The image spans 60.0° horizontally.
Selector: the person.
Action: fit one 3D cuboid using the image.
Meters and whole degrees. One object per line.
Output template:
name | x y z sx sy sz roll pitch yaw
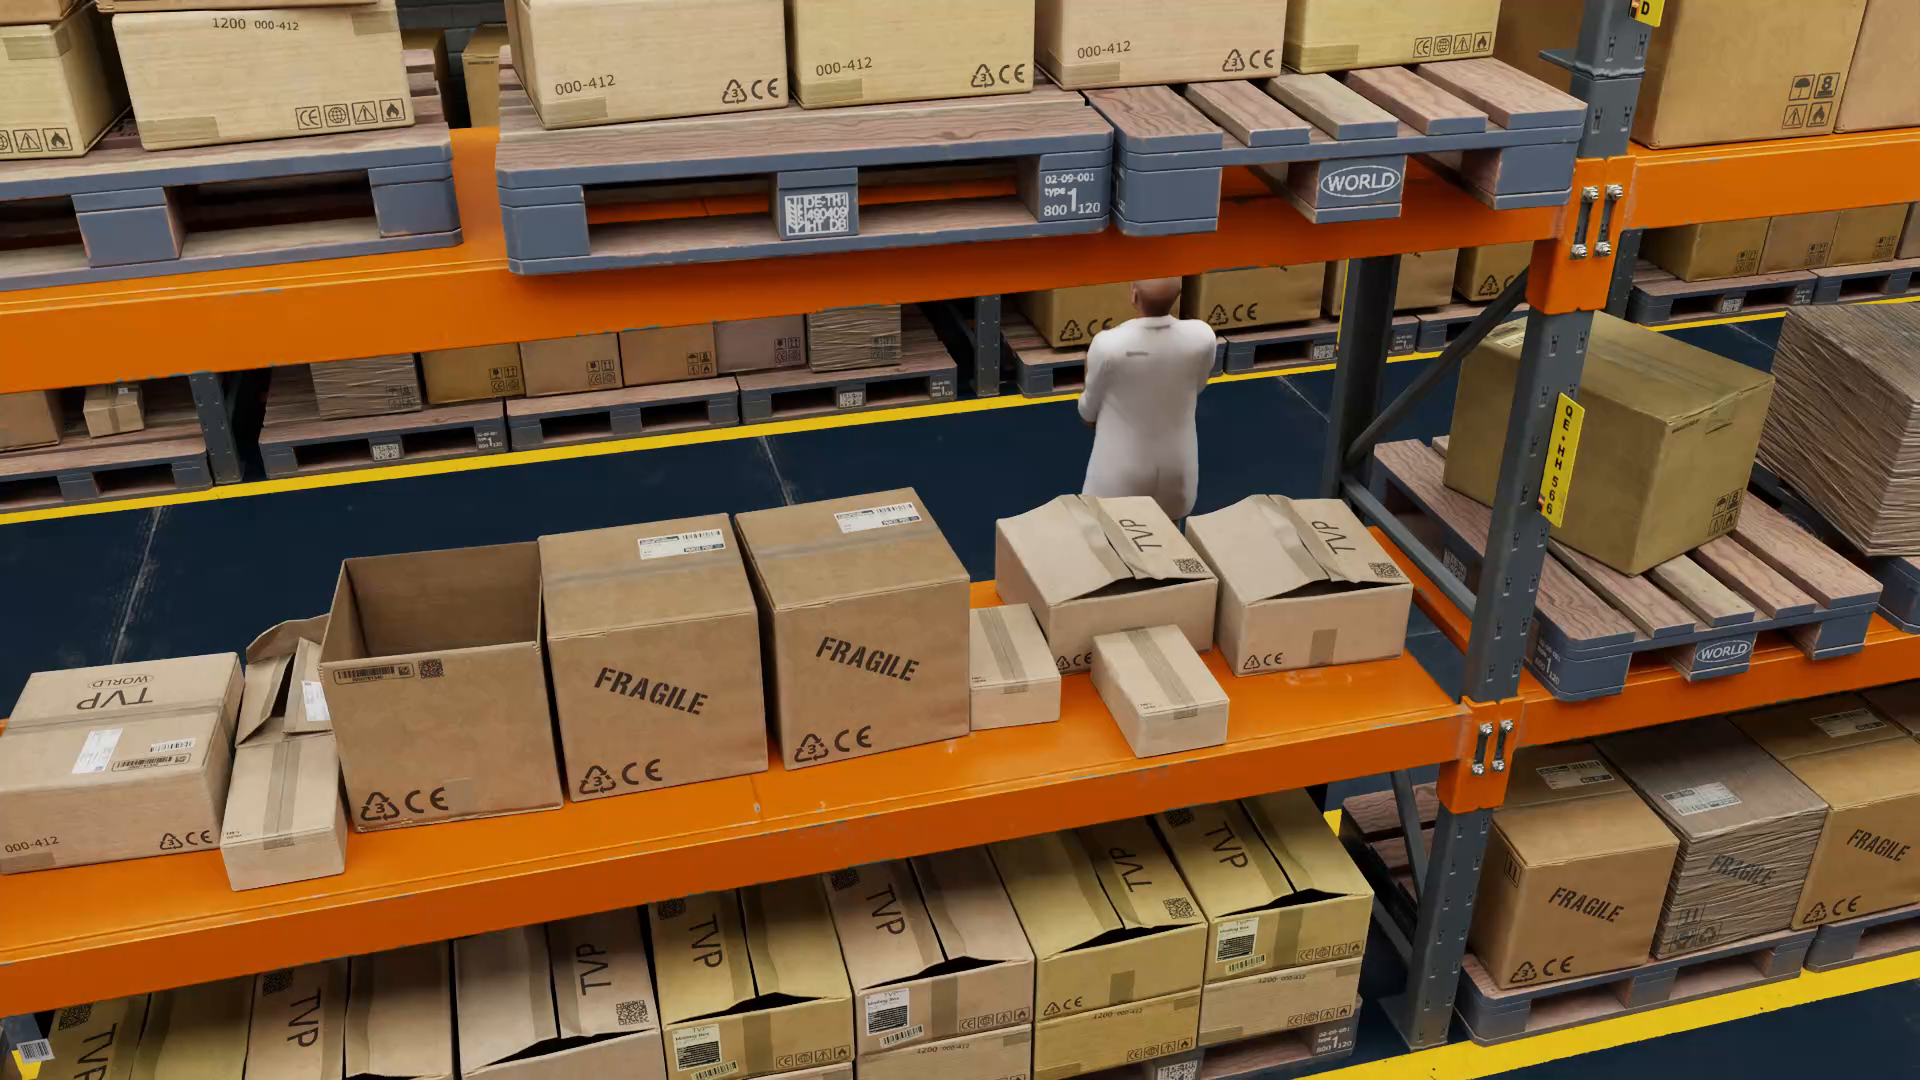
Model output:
person | 0.709 -0.368 6.792 0.529 1.769 0.555 -8 31 -13
